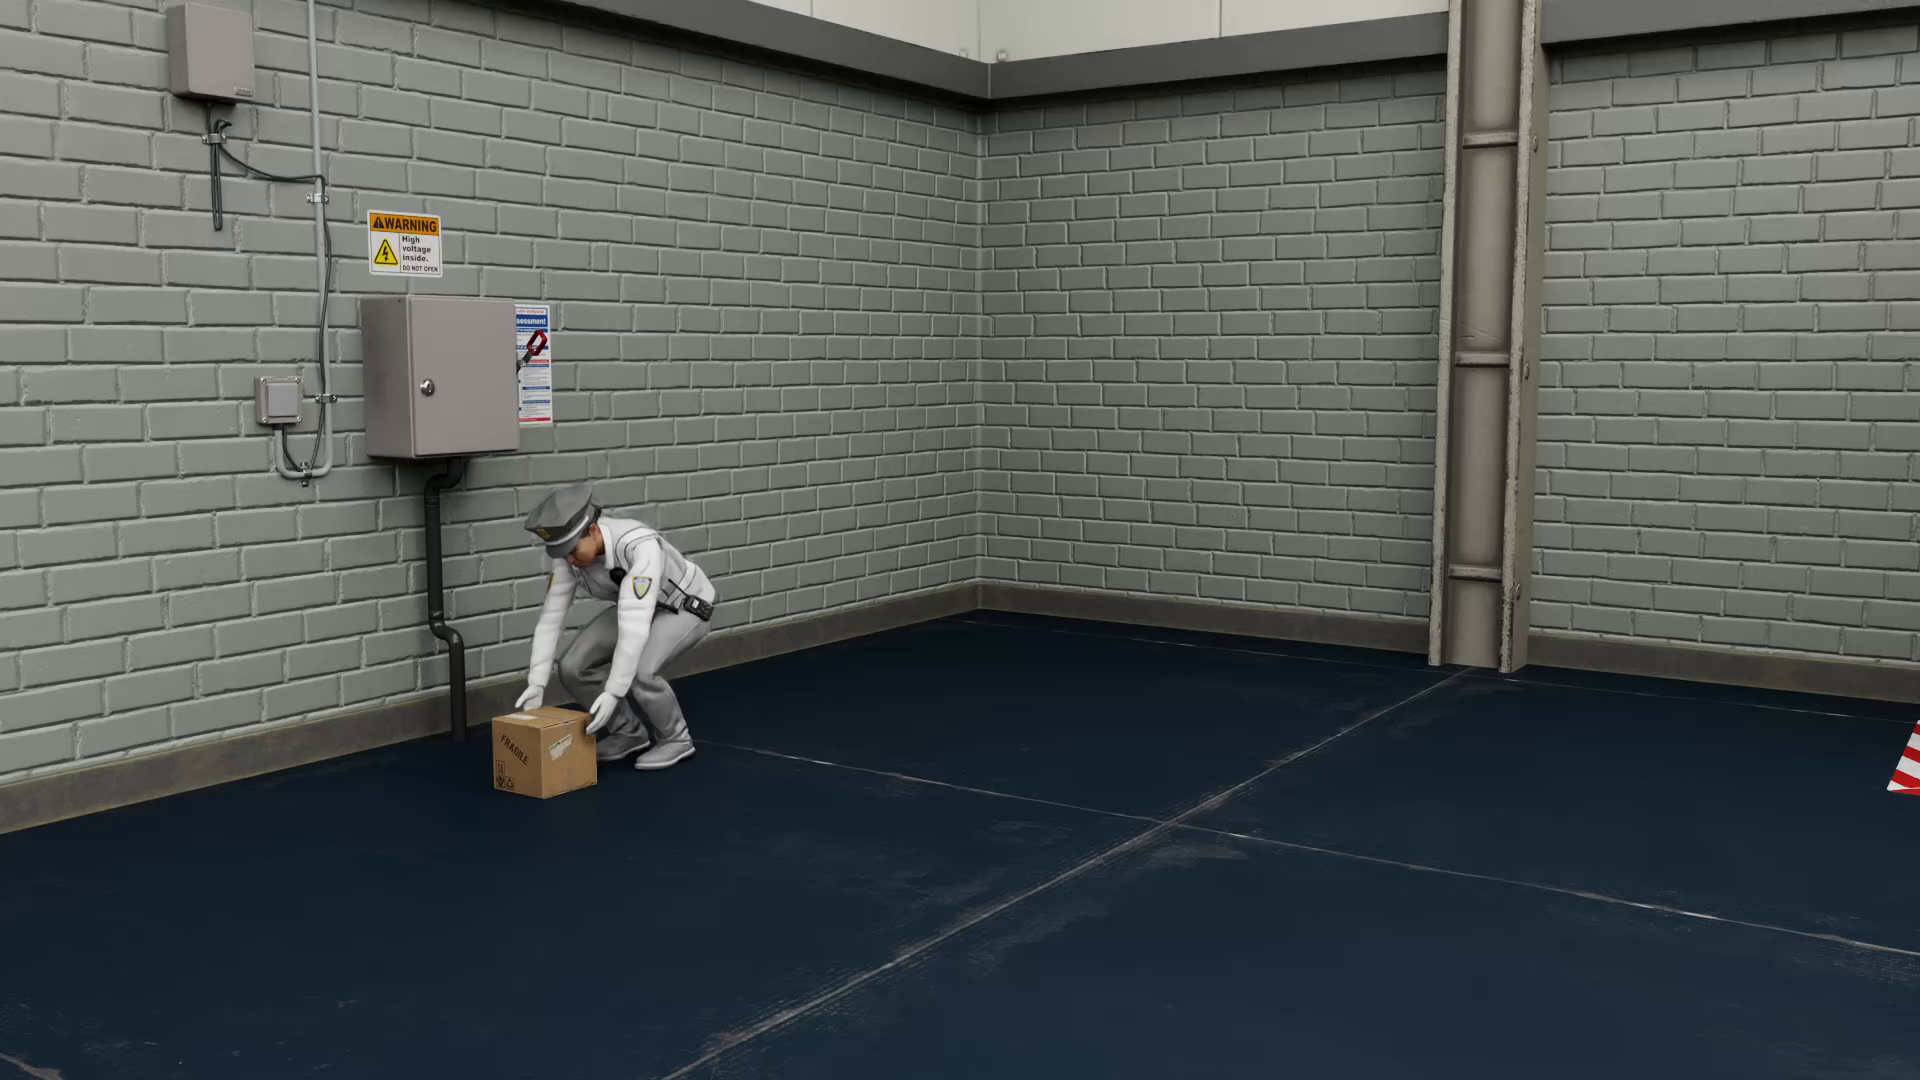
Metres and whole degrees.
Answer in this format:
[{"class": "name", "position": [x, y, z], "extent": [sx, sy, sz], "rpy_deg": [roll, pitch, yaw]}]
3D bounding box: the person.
[{"class": "person", "position": [-1.206, 0.375, 6.041], "extent": [0.501, 0.917, 0.760], "rpy_deg": [4, 8, 33]}]
